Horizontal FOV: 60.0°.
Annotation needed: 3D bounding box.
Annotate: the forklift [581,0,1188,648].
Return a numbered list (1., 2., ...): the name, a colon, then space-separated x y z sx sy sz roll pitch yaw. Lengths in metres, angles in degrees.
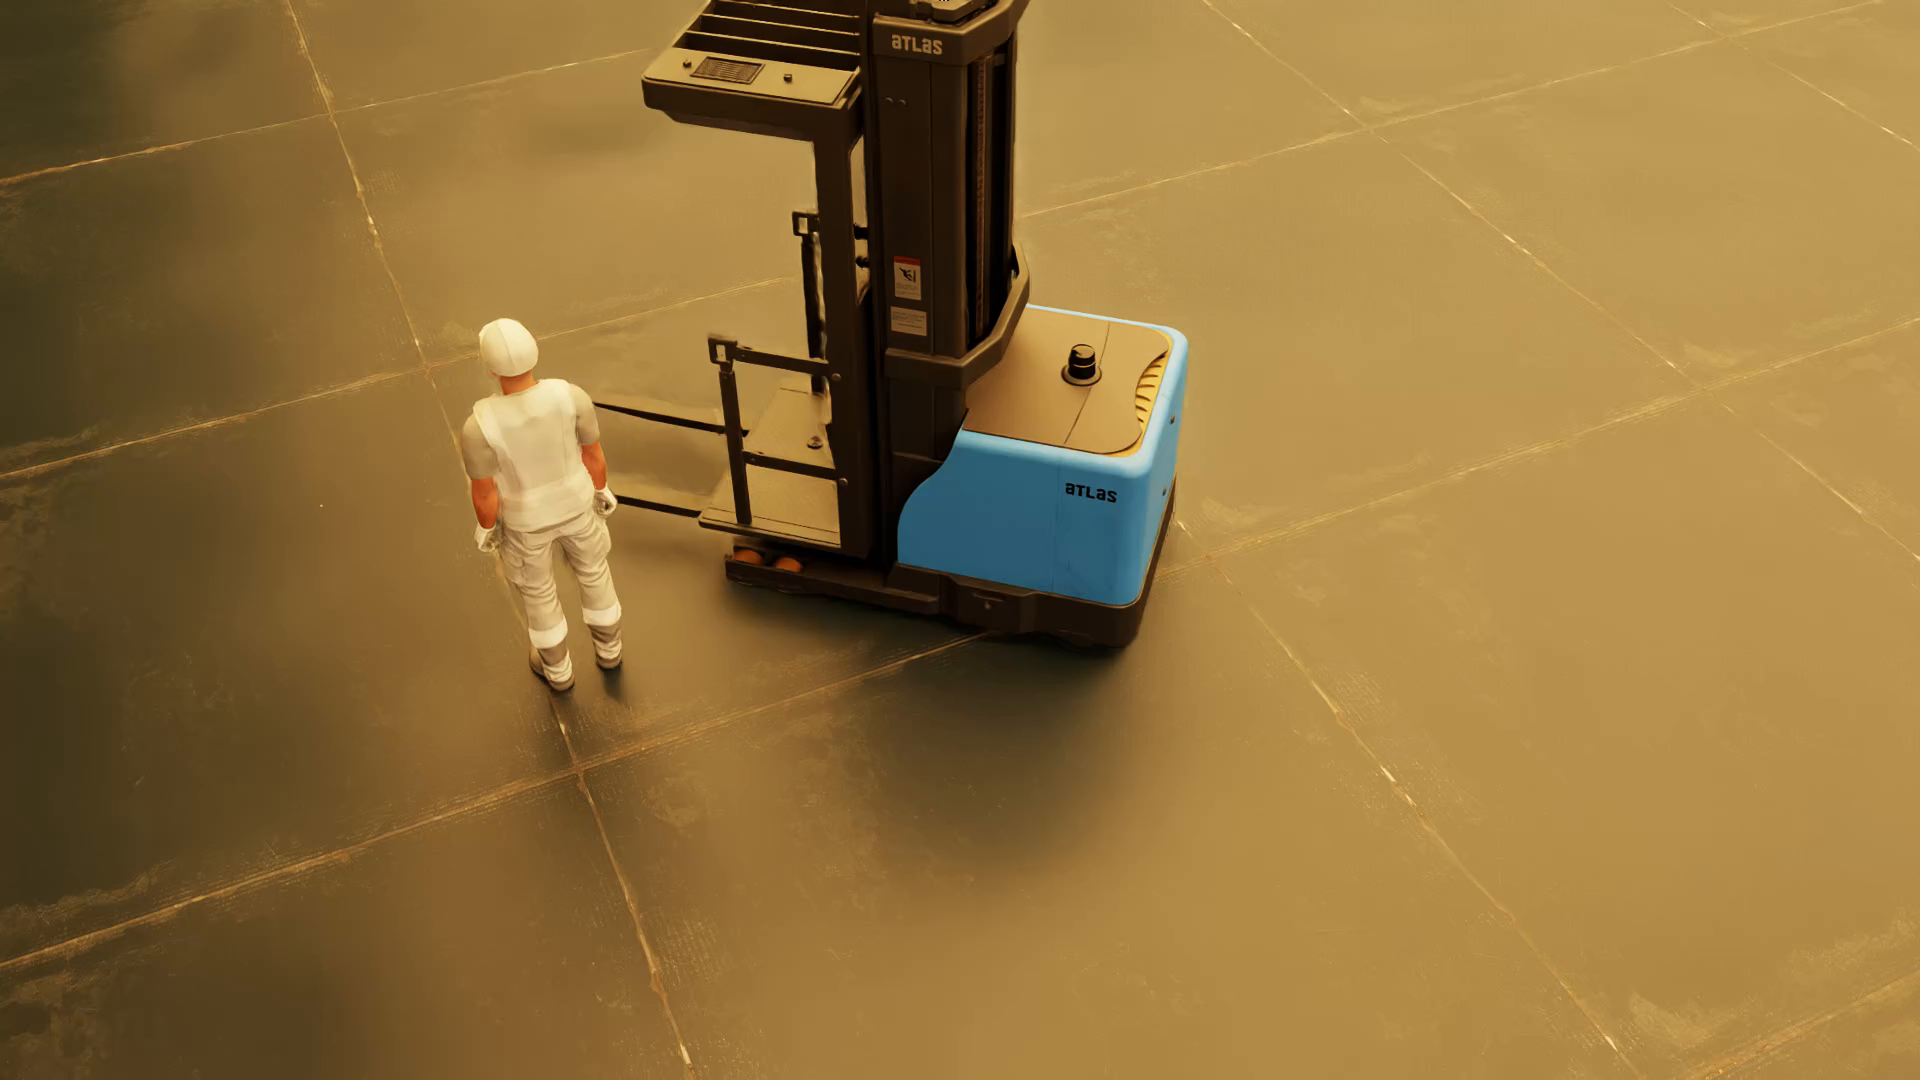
1. forklift: -0.568 -1.164 6.928 3.031 2.935 1.130 11 44 11

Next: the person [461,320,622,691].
1. person: -1.672 -0.128 6.658 0.580 1.794 0.330 -21 47 -21
